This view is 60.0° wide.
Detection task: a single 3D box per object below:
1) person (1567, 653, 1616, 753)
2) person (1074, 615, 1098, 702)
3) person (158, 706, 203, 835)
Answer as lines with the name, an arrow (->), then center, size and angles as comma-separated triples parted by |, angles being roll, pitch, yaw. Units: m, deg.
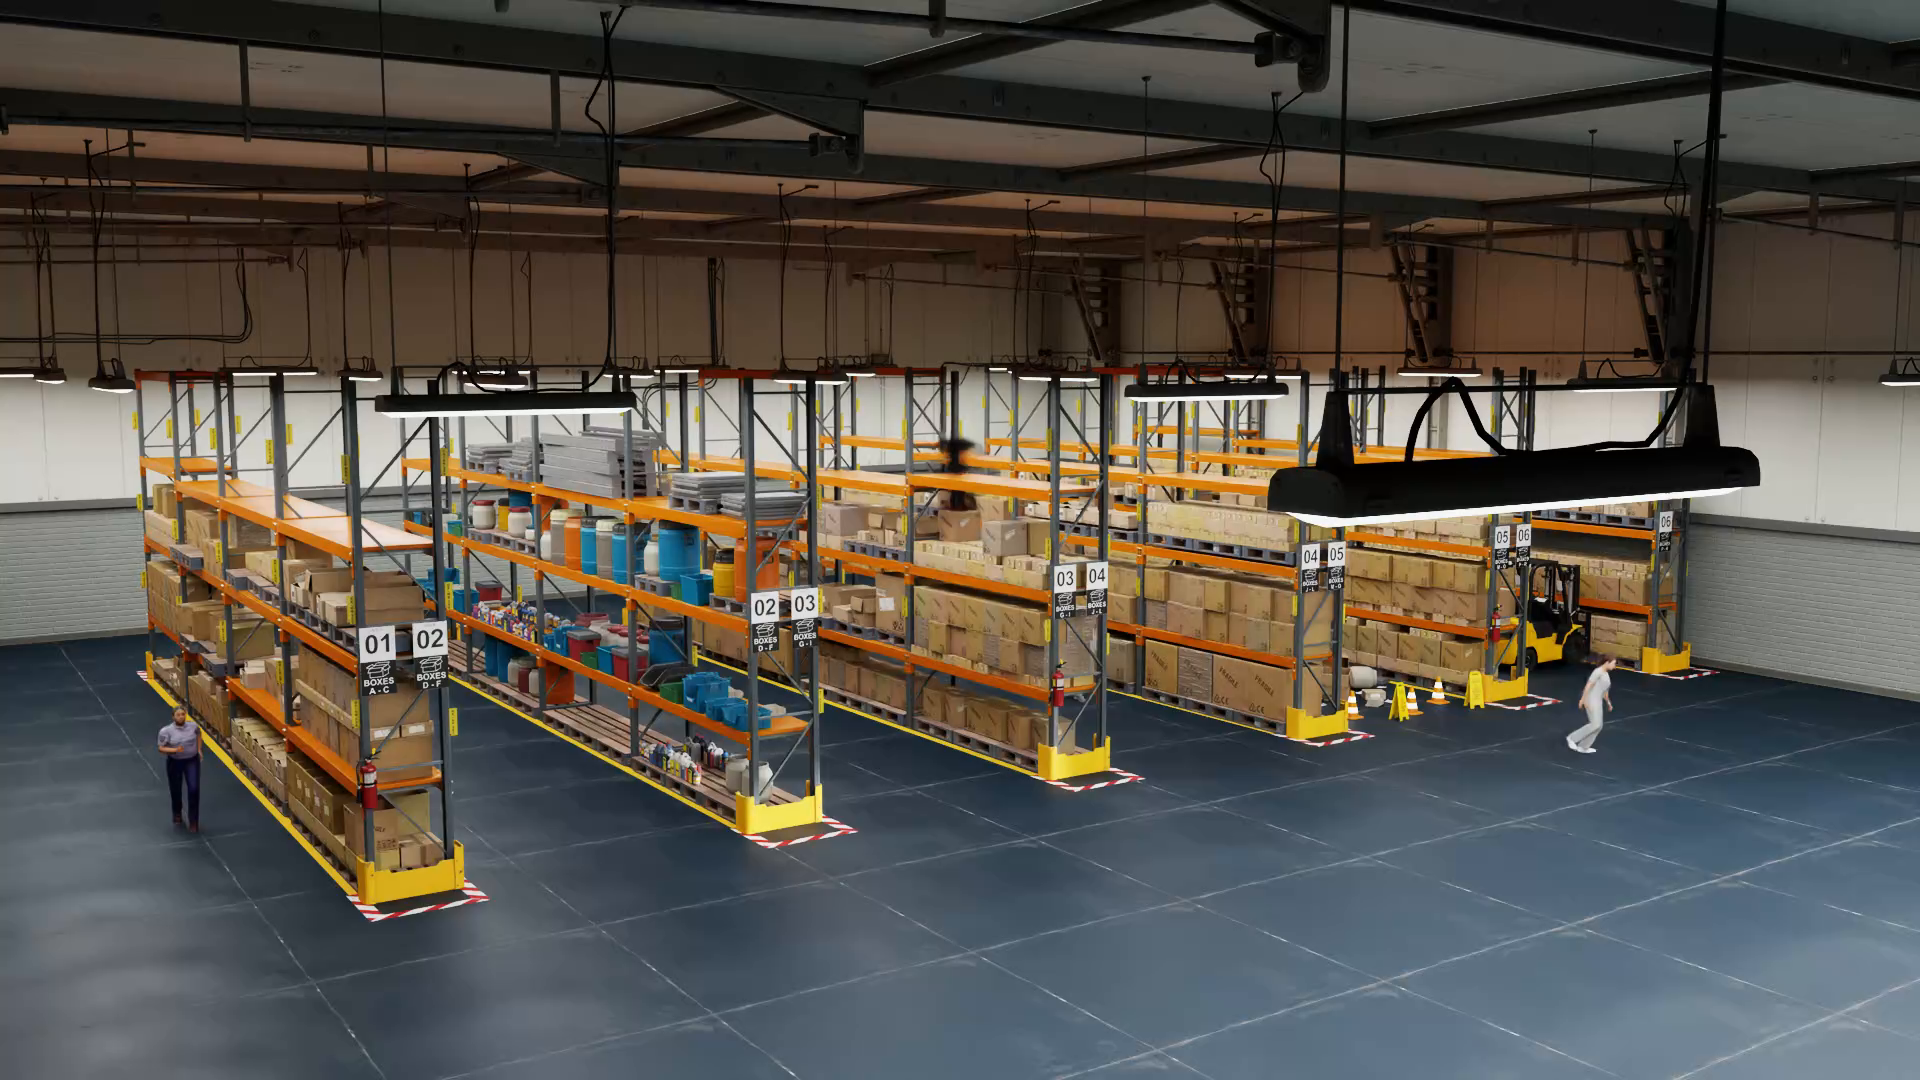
person -> 9.987, 2.566, 26.228 | 0.563, 1.582, 0.696 | 6, 9, 41
person -> 2.363, 2.103, 30.072 | 0.736, 1.702, 0.636 | 6, 9, 42
person -> -10.335, 3.028, 22.078 | 0.553, 1.707, 0.842 | -4, 7, -28
